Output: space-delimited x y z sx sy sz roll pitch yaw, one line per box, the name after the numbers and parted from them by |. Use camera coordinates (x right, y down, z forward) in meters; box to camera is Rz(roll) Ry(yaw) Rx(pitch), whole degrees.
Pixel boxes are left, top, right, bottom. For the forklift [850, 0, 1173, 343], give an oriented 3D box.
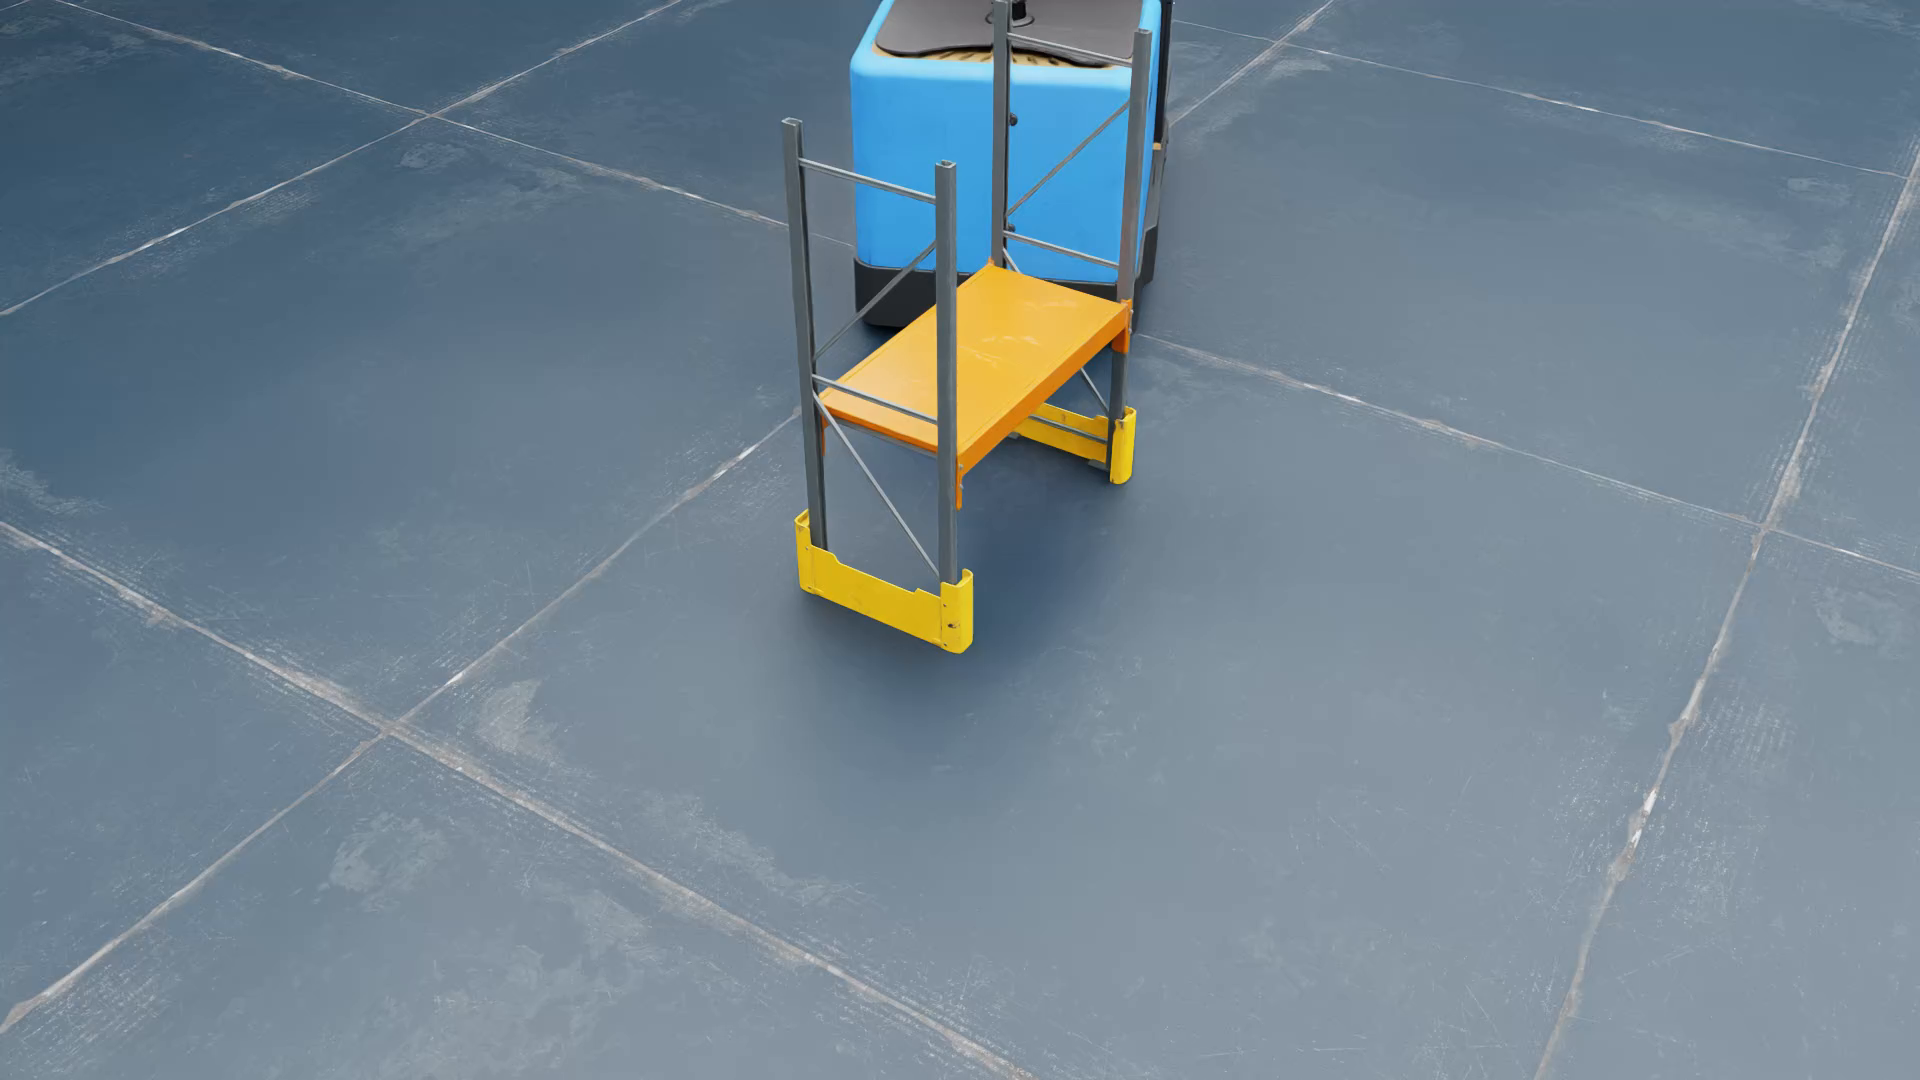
0.339 -2.774 6.448 1.130 2.935 3.031 5 38 7 | forklift

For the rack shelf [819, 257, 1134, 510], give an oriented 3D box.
0.046 -0.496 4.959 0.538 0.185 1.000 21 42 25 | rack shelf

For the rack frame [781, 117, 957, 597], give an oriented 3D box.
-0.227 -0.376 4.509 0.500 1.500 0.032 21 42 25 | rack frame

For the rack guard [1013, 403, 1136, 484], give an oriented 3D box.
0.308 -0.395 5.558 0.587 0.250 0.087 21 42 25 | rack guard

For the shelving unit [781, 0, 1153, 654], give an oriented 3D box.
0.041 -0.633 4.843 0.587 1.500 1.083 21 42 25 | shelving unit

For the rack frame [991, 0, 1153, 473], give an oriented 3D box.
0.318 -0.900 5.189 0.500 1.500 0.032 21 42 25 | rack frame

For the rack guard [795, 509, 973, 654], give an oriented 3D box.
-0.226 0.118 4.892 0.587 0.250 0.087 21 42 25 | rack guard
